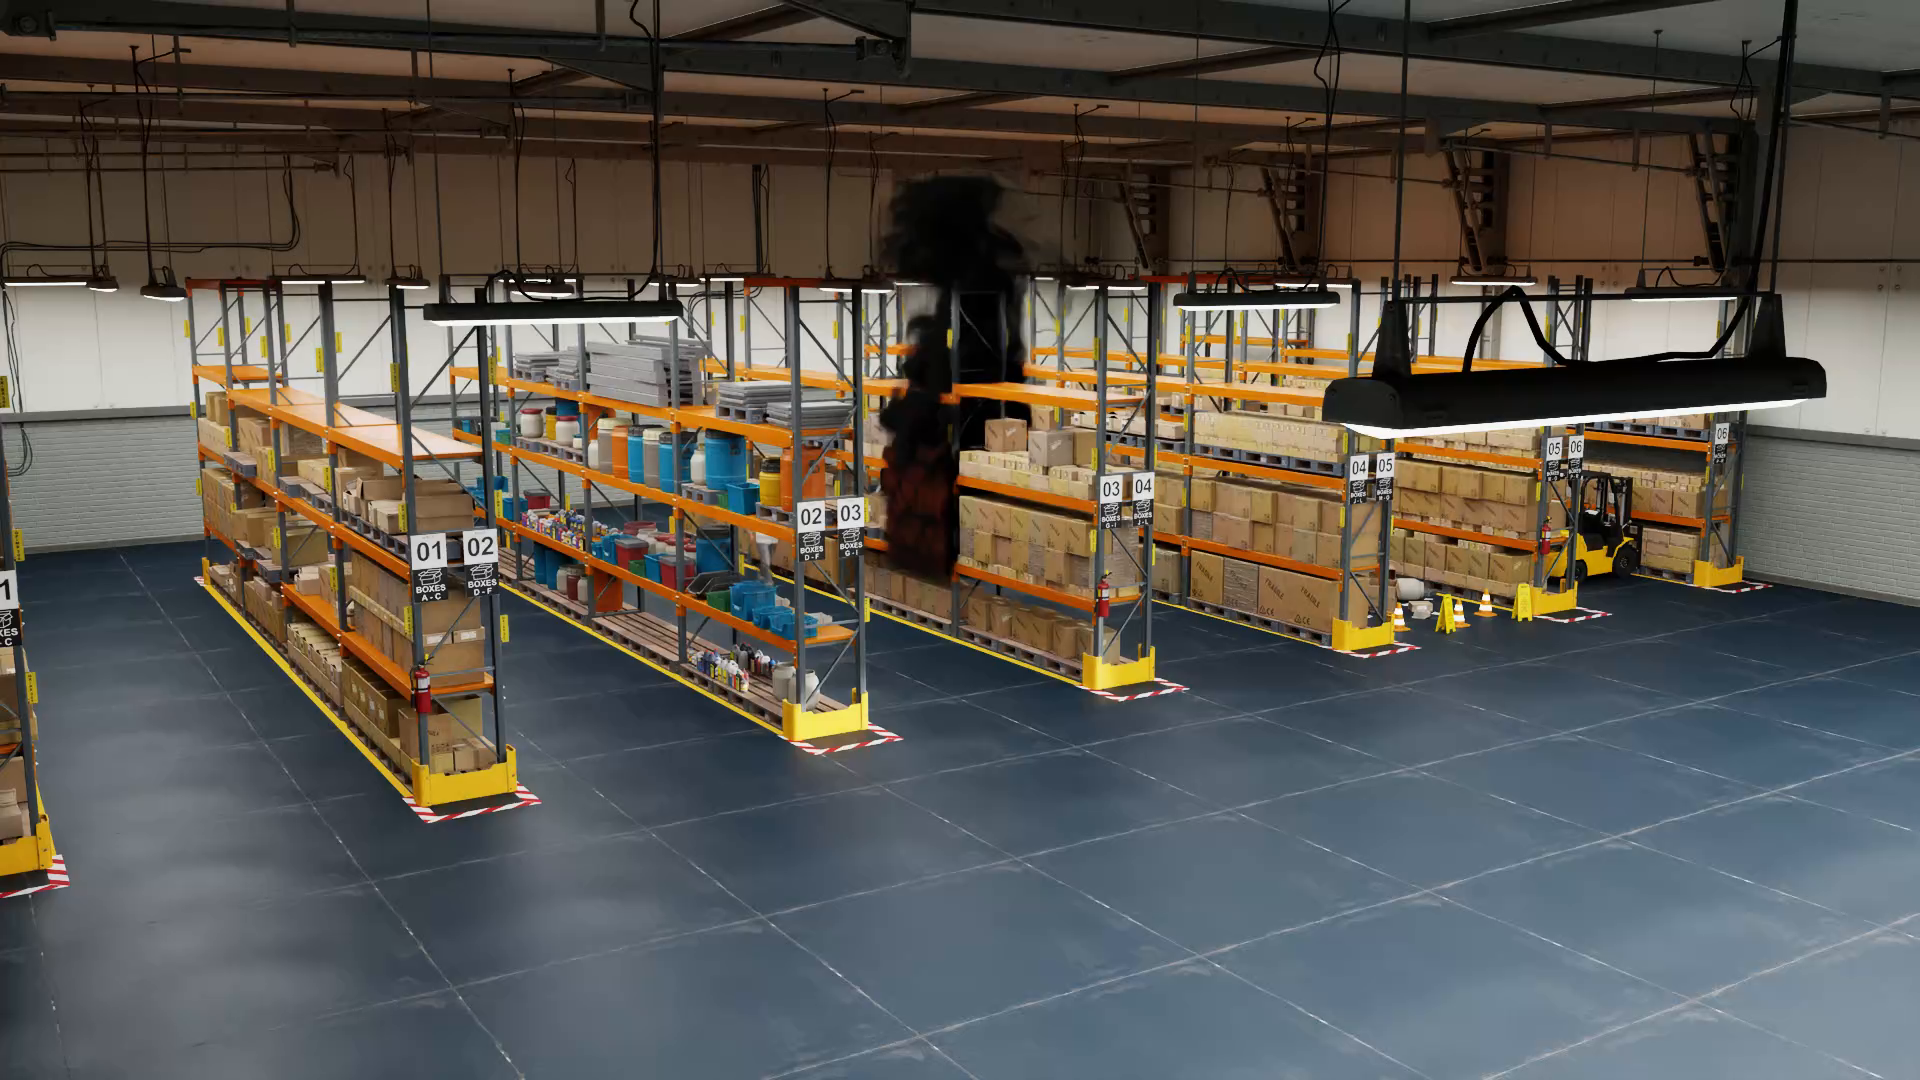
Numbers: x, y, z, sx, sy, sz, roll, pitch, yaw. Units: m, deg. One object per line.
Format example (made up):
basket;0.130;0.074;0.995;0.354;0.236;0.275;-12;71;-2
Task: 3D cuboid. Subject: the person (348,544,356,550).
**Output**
person;-11.555;0.151;32.163;0.614;1.640;0.598;-8;13;-40

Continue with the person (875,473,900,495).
person;-1.597;-0.692;37.331;0.516;1.637;0.764;-5;11;-27

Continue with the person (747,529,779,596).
person;-3.519;0.076;30.436;0.627;1.848;0.822;-8;12;-39
